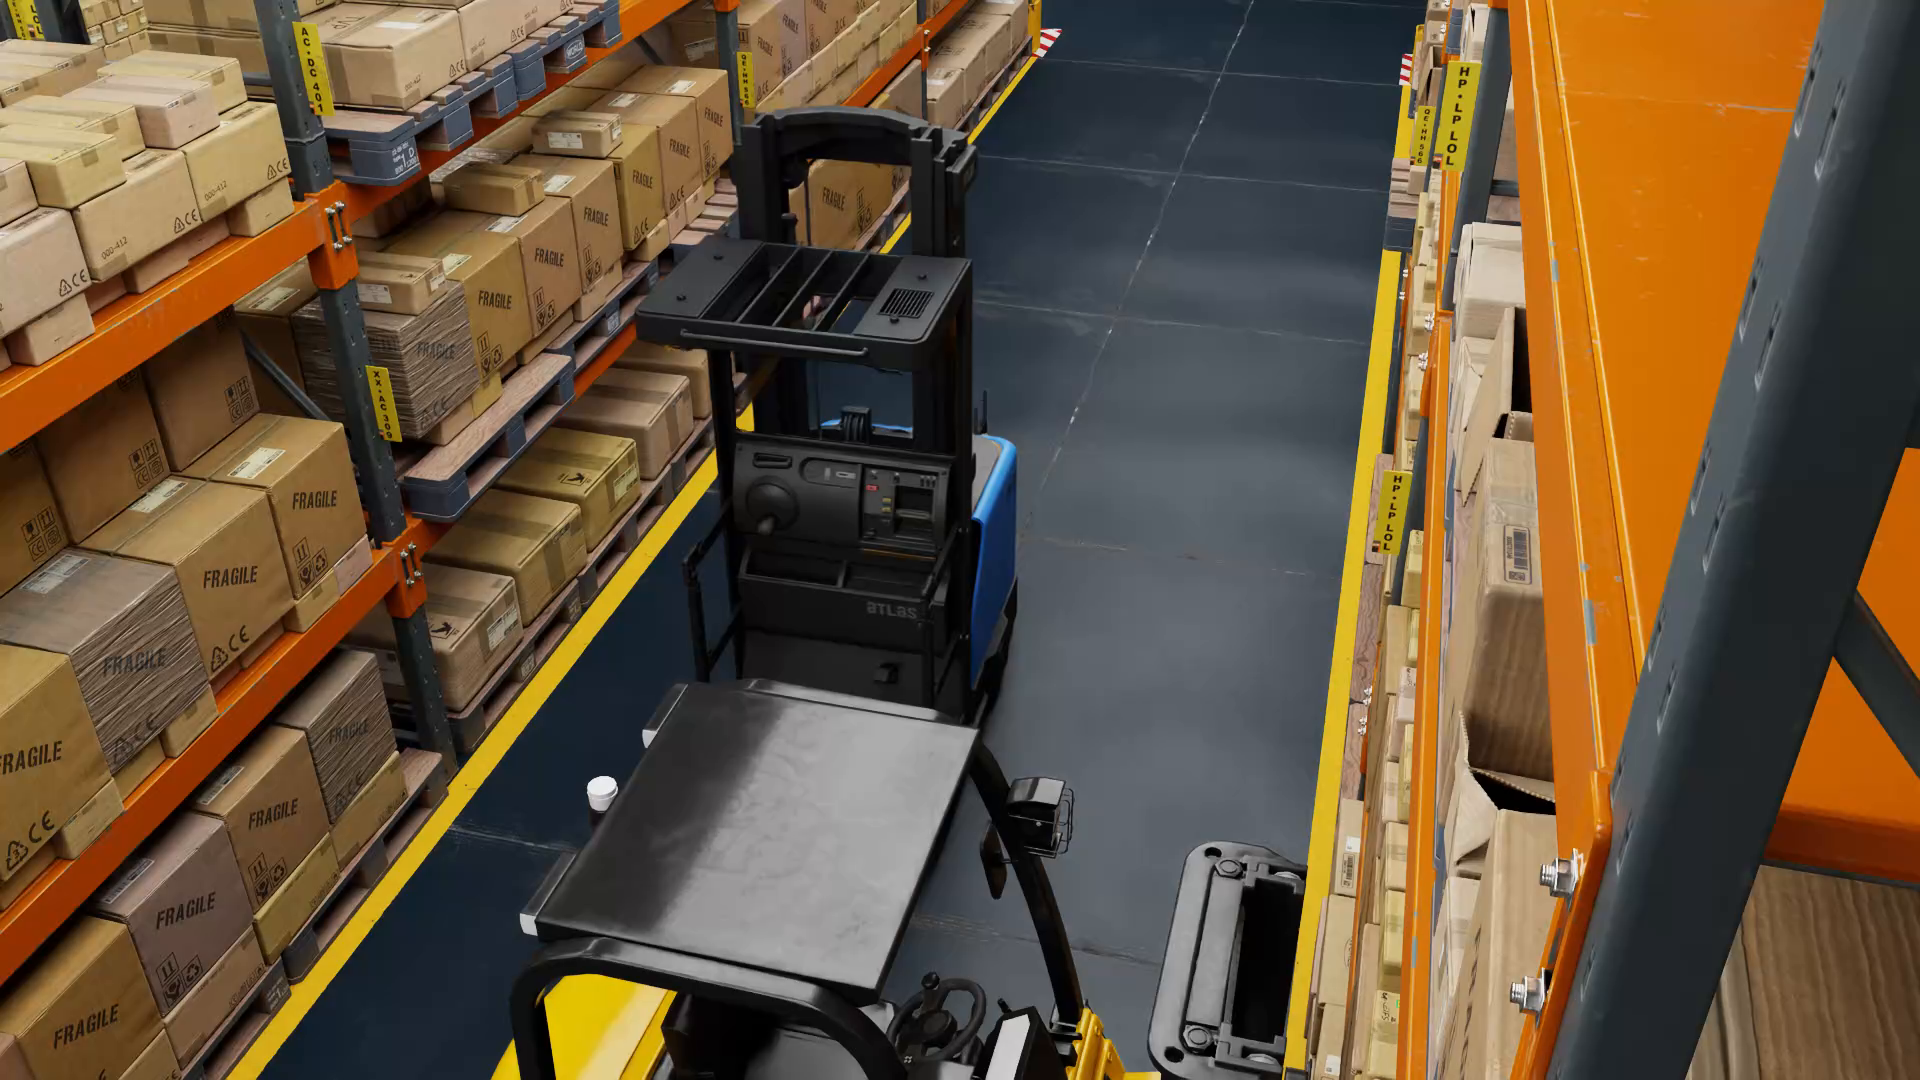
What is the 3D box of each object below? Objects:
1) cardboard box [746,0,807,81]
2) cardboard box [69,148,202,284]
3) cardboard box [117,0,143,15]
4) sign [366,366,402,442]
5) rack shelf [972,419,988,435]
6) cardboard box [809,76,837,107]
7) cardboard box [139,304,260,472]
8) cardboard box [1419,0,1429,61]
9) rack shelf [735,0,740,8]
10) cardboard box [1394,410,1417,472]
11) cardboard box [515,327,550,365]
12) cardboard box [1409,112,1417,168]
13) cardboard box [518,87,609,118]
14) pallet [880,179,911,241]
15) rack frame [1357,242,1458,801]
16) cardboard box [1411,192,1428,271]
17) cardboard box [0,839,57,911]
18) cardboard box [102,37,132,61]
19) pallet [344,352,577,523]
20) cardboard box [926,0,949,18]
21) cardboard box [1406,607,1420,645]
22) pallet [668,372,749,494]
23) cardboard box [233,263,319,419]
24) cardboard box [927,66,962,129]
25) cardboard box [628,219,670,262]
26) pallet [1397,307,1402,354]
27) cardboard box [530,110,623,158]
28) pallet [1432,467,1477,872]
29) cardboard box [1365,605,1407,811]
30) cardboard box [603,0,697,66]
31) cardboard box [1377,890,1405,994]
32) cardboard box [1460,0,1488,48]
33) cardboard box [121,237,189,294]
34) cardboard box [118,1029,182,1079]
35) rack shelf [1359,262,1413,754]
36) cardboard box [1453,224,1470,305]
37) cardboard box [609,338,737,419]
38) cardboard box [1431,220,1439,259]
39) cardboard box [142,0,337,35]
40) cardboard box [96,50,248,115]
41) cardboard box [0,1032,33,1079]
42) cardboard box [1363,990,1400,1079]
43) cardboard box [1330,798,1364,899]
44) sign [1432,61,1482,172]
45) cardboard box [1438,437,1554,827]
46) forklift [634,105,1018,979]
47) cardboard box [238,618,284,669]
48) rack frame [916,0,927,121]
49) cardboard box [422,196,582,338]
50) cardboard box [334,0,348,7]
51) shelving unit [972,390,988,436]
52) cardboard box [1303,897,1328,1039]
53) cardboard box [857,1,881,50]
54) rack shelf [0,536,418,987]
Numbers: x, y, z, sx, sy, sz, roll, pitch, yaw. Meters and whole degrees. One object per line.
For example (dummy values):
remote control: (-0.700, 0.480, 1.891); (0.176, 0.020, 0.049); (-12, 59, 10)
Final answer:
cardboard box: (-1.308, -3.261, 10.629); (0.500, 0.500, 0.500); (8, 33, 13)
cardboard box: (-2.781, -1.040, 5.227); (0.500, 0.250, 0.500); (7, 33, 12)
cardboard box: (-6.096, -3.877, 11.910); (0.380, 0.149, 0.250); (7, 33, 10)
sign: (-2.275, -0.536, 6.559); (0.100, 0.325, 0.005); (8, 33, 12)
rack shelf: (0.002, -0.584, 8.958); (0.258, 0.077, 0.200); (8, 33, 12)
cardboard box: (-1.167, -3.013, 11.402); (0.500, 0.250, 0.500); (9, 34, 14)
cardboard box: (-3.123, -0.631, 6.214); (0.700, 0.500, 0.500); (8, 33, 12)
cardboard box: (3.691, -3.717, 11.885); (0.700, 0.500, 0.500); (9, 34, 14)
rack shelf: (-1.279, -4.316, 11.187); (1.077, 0.370, 4.000); (8, 33, 12)
cardboard box: (2.001, -0.271, 6.625); (0.500, 0.250, 0.500); (7, 33, 11)
cardboard box: (-2.180, -0.969, 7.890); (0.380, 0.149, 0.250); (9, 33, 13)
cardboard box: (2.970, -2.347, 9.965); (0.500, 0.250, 0.500); (6, 33, 10)
cardboard box: (-2.250, -2.187, 9.203); (0.500, 0.500, 0.500); (10, 34, 15)
pallet: (-0.894, -2.804, 13.534); (1.003, 0.211, 1.213); (8, 33, 12)
rack frame: (2.000, 0.434, 5.842); (1.000, 3.000, 0.127); (8, 33, 12)
cardboard box: (2.642, -1.596, 8.708); (0.500, 0.250, 0.500); (8, 33, 12)
cardboard box: (-3.088, 0.992, 5.198); (0.380, 0.149, 0.250); (7, 33, 11)
cardboard box: (-6.155, -3.493, 11.860); (0.380, 0.149, 0.250); (10, 34, 15)
pallet: (-2.467, -0.536, 7.546); (1.003, 0.211, 1.213); (8, 33, 12)
cardboard box: (-0.399, -4.642, 13.732); (0.500, 0.500, 0.500); (9, 34, 14)
cardboard box: (1.665, 0.247, 5.437); (0.380, 0.149, 0.250); (8, 33, 12)
pallet: (-1.986, -0.734, 10.277); (1.003, 0.211, 1.213); (8, 33, 12)
cardboard box: (-2.906, -0.856, 7.108); (0.500, 0.500, 0.500); (7, 33, 11)
cardboard box: (-0.508, -3.799, 14.496); (0.875, 0.438, 0.875); (8, 33, 12)
cardboard box: (-1.789, -1.625, 8.922); (0.380, 0.149, 0.250); (9, 33, 13)
pallet: (3.553, -1.479, 11.449); (1.003, 0.211, 1.213); (8, 33, 12)
cardboard box: (-1.929, -2.047, 8.377); (0.380, 0.149, 0.250); (6, 33, 10)
pallet: (1.497, 0.282, 3.366); (1.003, 0.211, 1.213); (8, 33, 12)
cardboard box: (1.635, 0.586, 5.508); (0.500, 0.500, 0.500); (7, 33, 11)
cardboard box: (-1.908, -3.084, 10.350); (0.500, 0.500, 0.500); (7, 33, 11)
cardboard box: (1.253, 1.047, 4.179); (0.380, 0.149, 0.250); (7, 33, 11)
cardboard box: (2.338, -2.299, 6.766); (0.500, 0.500, 0.500); (9, 33, 14)
cardboard box: (-2.778, -0.940, 5.440); (0.380, 0.149, 0.250); (8, 33, 13)
cardboard box: (-3.082, 1.889, 5.724); (0.500, 0.250, 0.500); (10, 34, 16)
rack shelf: (2.508, -0.300, 7.667); (1.077, 0.370, 4.000); (8, 33, 12)
cardboard box: (1.593, -0.754, 4.663); (0.380, 0.149, 0.250); (9, 33, 13)
cardboard box: (-1.940, -1.092, 10.300); (0.950, 0.372, 0.625); (6, 33, 9)
cardboard box: (2.489, -1.420, 8.059); (0.380, 0.149, 0.250); (8, 33, 13)
cardboard box: (-2.778, -2.149, 6.391); (0.500, 0.250, 0.500); (9, 33, 13)
cardboard box: (-2.671, -1.542, 5.645); (0.380, 0.149, 0.250); (9, 33, 13)
cardboard box: (-3.211, 1.837, 5.107); (0.500, 0.500, 0.500); (7, 33, 11)
cardboard box: (1.099, 1.177, 3.697); (0.380, 0.149, 0.250); (9, 33, 13)
cardboard box: (1.574, 1.203, 5.871); (0.500, 0.250, 0.500); (8, 33, 12)
sign: (1.473, -1.252, 4.922); (0.100, 0.325, 0.005); (8, 33, 12)
cardboard box: (1.219, 0.201, 2.834); (0.700, 0.500, 0.500); (8, 33, 13)
forklift: (-0.548, -0.118, 6.774); (1.130, 2.935, 3.031); (7, 33, 11)
cardboard box: (-2.787, 0.329, 6.240); (0.380, 0.149, 0.250); (8, 33, 13)
rack frame: (-0.772, -4.392, 13.432); (1.000, 3.000, 0.127); (8, 33, 12)
cardboard box: (-2.140, -1.304, 7.813); (0.500, 0.500, 0.500); (8, 33, 12)
cardboard box: (-2.660, -2.205, 6.944); (0.500, 0.250, 0.500); (8, 33, 13)
shelving unit: (0.002, -0.384, 9.085); (0.258, 0.900, 0.210); (8, 33, 12)
cardboard box: (1.557, 1.623, 6.143); (0.500, 0.250, 0.500); (8, 33, 13)
cardboard box: (-0.894, -3.747, 12.092); (0.500, 0.250, 0.500); (9, 33, 14)
rack shelf: (-3.309, 1.101, 5.462); (1.077, 0.370, 4.000); (8, 33, 12)
